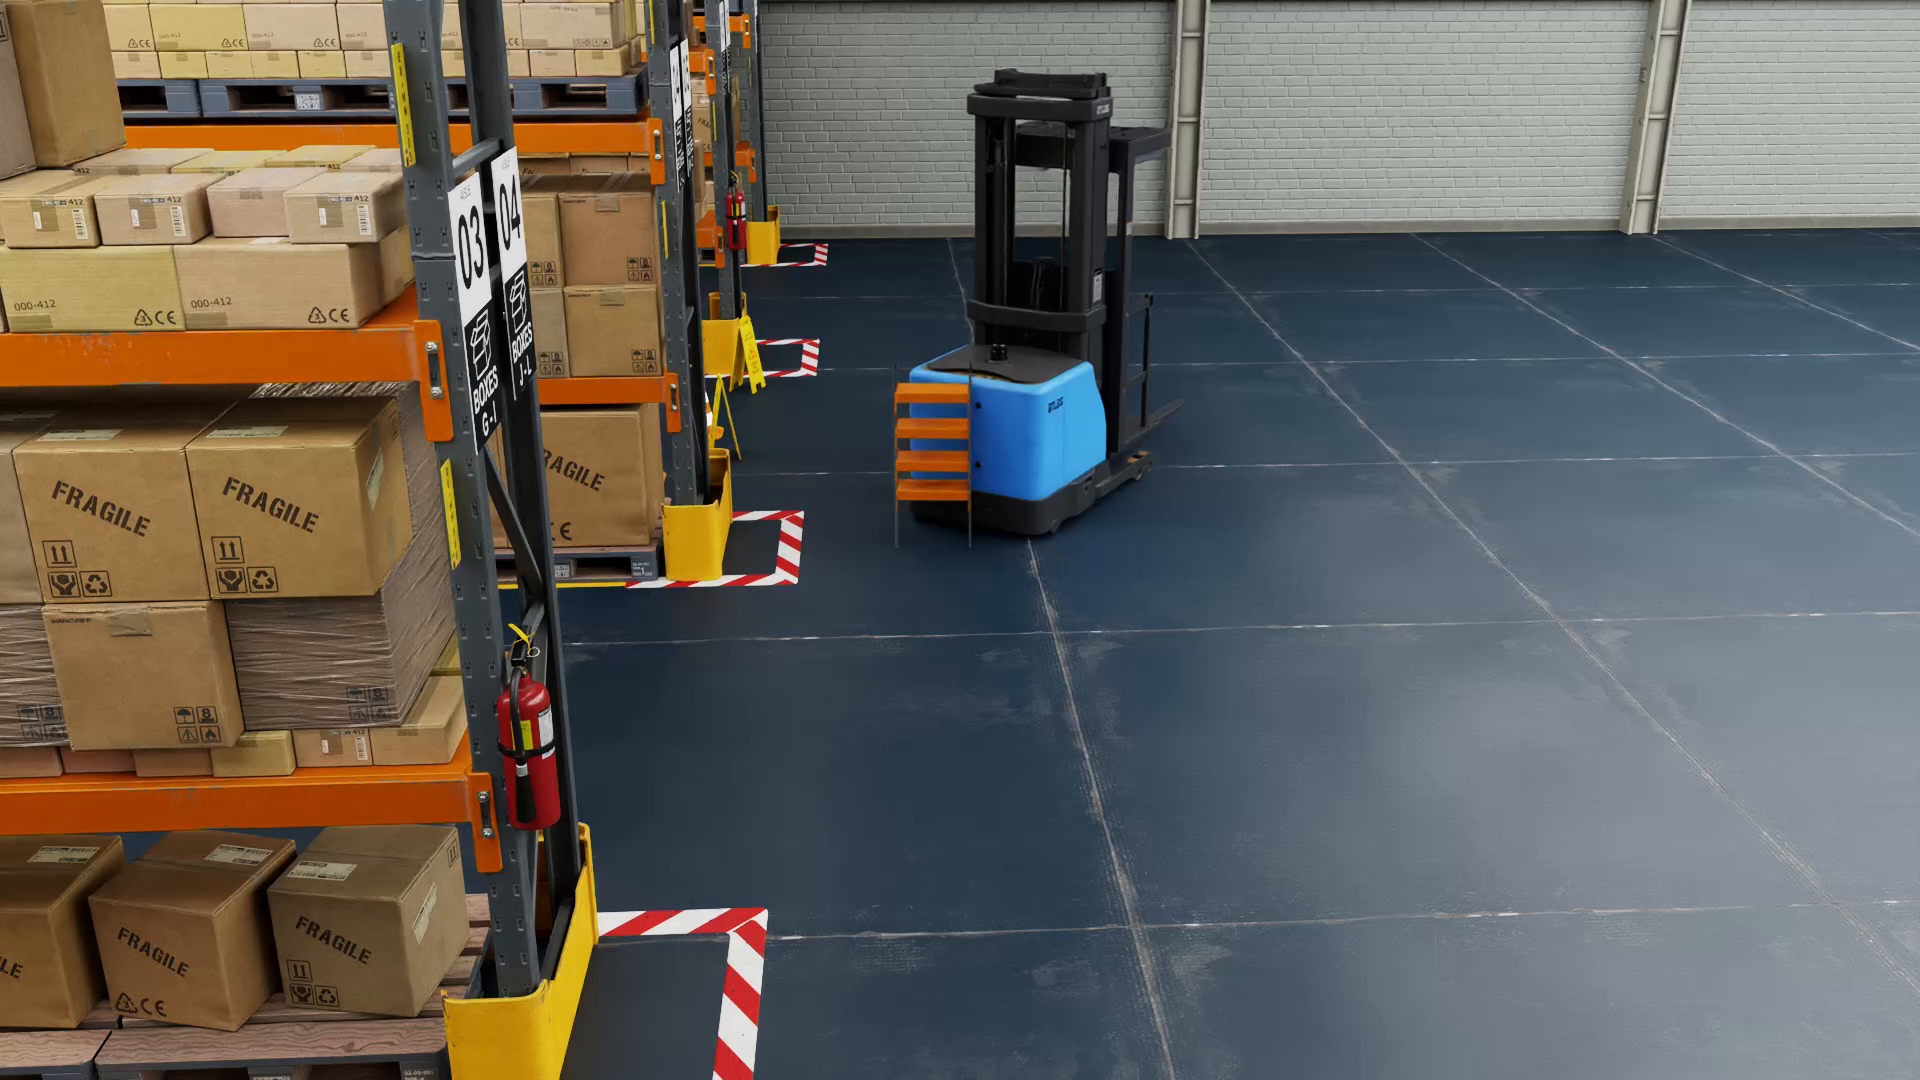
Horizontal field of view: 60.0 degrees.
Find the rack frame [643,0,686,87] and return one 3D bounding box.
[{"bbox_3d":[-1.735,-4.153,9.383,0.127,3.000,1.000,-1,21,-3],"label":"rack frame"}]

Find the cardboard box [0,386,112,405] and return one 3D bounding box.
[{"bbox_3d":[-3.116,-0.306,5.746,0.500,0.500,0.500,-1,21,-3],"label":"cardboard box"}]

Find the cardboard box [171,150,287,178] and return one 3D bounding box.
[{"bbox_3d":[-2.350,-1.161,5.388,0.250,0.149,0.380,-2,21,-4],"label":"cardboard box"}]

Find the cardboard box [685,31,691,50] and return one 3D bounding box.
[{"bbox_3d":[-2.459,-4.284,14.295,0.250,0.149,0.380,-1,21,-3],"label":"cardboard box"}]

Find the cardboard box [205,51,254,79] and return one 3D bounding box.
[{"bbox_3d":[-4.074,-2.709,9.428,0.250,0.149,0.380,-1,21,-3],"label":"cardboard box"}]

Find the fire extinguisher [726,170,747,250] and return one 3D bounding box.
[{"bbox_3d":[-1.978,-2.909,14.654,0.183,0.674,0.296,-1,21,-3],"label":"fire extinguisher"}]

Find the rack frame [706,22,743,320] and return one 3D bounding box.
[{"bbox_3d":[-2.119,-3.106,15.064,0.127,3.000,1.000,-1,21,-3],"label":"rack frame"}]

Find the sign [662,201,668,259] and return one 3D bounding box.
[{"bbox_3d":[-1.718,-1.809,9.695,0.005,0.325,0.100,-1,21,-3],"label":"sign"}]

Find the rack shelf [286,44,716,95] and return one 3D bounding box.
[{"bbox_3d":[-4.115,-4.131,14.551,4.000,0.370,1.077,-1,21,-3],"label":"rack shelf"}]

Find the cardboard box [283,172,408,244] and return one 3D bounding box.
[{"bbox_3d":[-1.812,-0.987,4.933,0.250,0.149,0.380,-1,21,-3],"label":"cardboard box"}]

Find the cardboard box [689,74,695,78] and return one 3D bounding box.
[{"bbox_3d":[-3.279,-5.424,19.680,0.250,0.149,0.380,-1,21,-2],"label":"cardboard box"}]

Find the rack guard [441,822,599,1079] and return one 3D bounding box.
[{"bbox_3d":[-1.629,1.584,6.258,0.348,0.500,1.175,-1,21,-3],"label":"rack guard"}]

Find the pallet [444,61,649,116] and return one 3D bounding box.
[{"bbox_3d":[-2.475,-2.691,9.883,1.213,0.211,1.003,-1,21,-3],"label":"pallet"}]

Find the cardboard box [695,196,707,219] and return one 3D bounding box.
[{"bbox_3d":[-2.469,-3.055,15.284,0.250,0.149,0.380,-1,21,-3],"label":"cardboard box"}]

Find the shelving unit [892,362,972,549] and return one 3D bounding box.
[{"bbox_3d":[-0.176,-0.549,10.877,0.503,1.200,0.258,0,21,1],"label":"shelving unit"}]

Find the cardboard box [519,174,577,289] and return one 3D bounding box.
[{"bbox_3d":[-2.652,-1.887,10.133,0.550,0.550,0.875,-1,21,-3],"label":"cardboard box"}]

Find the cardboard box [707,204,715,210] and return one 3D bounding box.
[{"bbox_3d":[-2.874,-3.893,19.703,0.500,0.250,0.500,-1,21,-4],"label":"cardboard box"}]

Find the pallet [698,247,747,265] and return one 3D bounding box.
[{"bbox_3d":[-3.167,-3.536,20.111,1.213,0.211,1.003,-1,21,-3],"label":"pallet"}]

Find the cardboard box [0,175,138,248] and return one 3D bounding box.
[{"bbox_3d":[-2.595,-0.966,4.877,0.250,0.149,0.380,-1,21,-3],"label":"cardboard box"}]

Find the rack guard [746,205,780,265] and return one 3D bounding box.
[{"bbox_3d":[-2.382,-3.702,20.141,0.348,0.500,1.175,-1,21,-3],"label":"rack guard"}]

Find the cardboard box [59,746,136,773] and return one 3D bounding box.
[{"bbox_3d":[-2.824,0.629,5.607,0.250,0.149,0.380,-1,21,-3],"label":"cardboard box"}]

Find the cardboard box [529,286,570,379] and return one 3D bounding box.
[{"bbox_3d":[-2.651,-1.377,10.312,0.550,0.550,0.875,-1,21,-3],"label":"cardboard box"}]

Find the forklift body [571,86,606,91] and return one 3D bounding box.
[{"bbox_3d":[-4.195,-3.786,18.043,1.214,2.155,2.313,-1,21,-3],"label":"forklift body"}]

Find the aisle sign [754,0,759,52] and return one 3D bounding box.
[{"bbox_3d":[-2.323,-5.981,18.962,0.004,0.787,0.394,-1,21,-3],"label":"aisle sign"}]

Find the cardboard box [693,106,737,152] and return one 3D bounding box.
[{"bbox_3d":[-2.882,-4.813,19.406,0.500,0.500,0.500,-2,21,-4],"label":"cardboard box"}]

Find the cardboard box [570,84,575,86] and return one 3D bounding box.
[{"bbox_3d":[-4.534,-5.244,19.208,0.250,0.149,0.380,-1,21,-3],"label":"cardboard box"}]

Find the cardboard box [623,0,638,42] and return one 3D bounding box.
[{"bbox_3d":[-2.232,-3.145,10.012,0.500,0.250,0.500,-1,21,-3],"label":"cardboard box"}]

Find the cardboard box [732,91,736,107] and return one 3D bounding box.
[{"bbox_3d":[-2.736,-5.113,19.282,0.250,0.149,0.380,-1,21,-2],"label":"cardboard box"}]

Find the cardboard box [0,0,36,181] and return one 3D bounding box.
[{"bbox_3d":[-3.086,-1.286,4.805,0.500,0.500,0.500,-1,21,-3],"label":"cardboard box"}]

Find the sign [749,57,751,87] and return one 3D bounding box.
[{"bbox_3d":[-2.389,-5.328,18.940,0.005,0.325,0.100,-1,21,-3],"label":"sign"}]

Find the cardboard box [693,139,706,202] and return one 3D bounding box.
[{"bbox_3d":[-2.607,-3.381,15.227,0.500,0.500,0.500,-1,21,-4],"label":"cardboard box"}]

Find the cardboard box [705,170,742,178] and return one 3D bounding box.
[{"bbox_3d":[-2.896,-4.305,20.082,0.500,0.250,0.500,-1,21,-4],"label":"cardboard box"}]

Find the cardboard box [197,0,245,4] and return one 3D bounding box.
[{"bbox_3d":[-4.075,-3.082,9.285,0.250,0.149,0.380,-1,21,-3],"label":"cardboard box"}]

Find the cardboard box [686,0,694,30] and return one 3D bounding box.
[{"bbox_3d":[-2.636,-4.661,14.726,0.500,0.250,0.500,-2,21,-4],"label":"cardboard box"}]

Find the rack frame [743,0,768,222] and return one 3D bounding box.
[{"bbox_3d":[-2.406,-4.869,19.695,0.127,3.000,1.000,-1,21,-3],"label":"rack frame"}]

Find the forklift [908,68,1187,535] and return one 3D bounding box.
[{"bbox_3d":[0.805,-1.881,11.942,1.130,2.935,3.031,11,24,27],"label":"forklift"}]

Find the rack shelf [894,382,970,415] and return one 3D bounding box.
[{"bbox_3d":[-0.176,-0.916,10.737,0.480,0.148,0.258,0,21,1],"label":"rack shelf"}]

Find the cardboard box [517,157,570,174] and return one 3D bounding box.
[{"bbox_3d":[-3.645,-3.166,14.661,0.500,0.500,0.500,-1,21,-3],"label":"cardboard box"}]

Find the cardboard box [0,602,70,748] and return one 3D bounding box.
[{"bbox_3d":[-3.097,0.277,5.618,0.500,0.500,0.875,-1,21,-3],"label":"cardboard box"}]

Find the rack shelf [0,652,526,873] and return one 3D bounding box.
[{"bbox_3d":[-3.550,0.791,5.839,4.000,0.370,1.077,-1,21,-3],"label":"rack shelf"}]

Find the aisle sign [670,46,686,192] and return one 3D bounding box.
[{"bbox_3d":[-1.647,-2.460,9.712,0.004,0.787,0.394,-1,21,-3],"label":"aisle sign"}]

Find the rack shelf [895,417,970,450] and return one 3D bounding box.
[{"bbox_3d":[-0.176,-0.695,10.821,0.480,0.148,0.258,0,21,1],"label":"rack shelf"}]

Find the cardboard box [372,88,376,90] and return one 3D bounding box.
[{"bbox_3d":[-7.033,-5.220,19.564,0.250,0.149,0.380,-2,21,-5],"label":"cardboard box"}]

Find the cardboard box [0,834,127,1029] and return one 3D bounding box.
[{"bbox_3d":[-3.398,1.423,6.090,0.500,0.500,0.500,1,21,2],"label":"cardboard box"}]

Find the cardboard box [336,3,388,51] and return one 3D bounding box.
[{"bbox_3d":[-3.208,-2.935,9.459,0.500,0.250,0.500,-1,21,-3],"label":"cardboard box"}]

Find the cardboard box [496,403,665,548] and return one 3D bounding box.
[{"bbox_3d":[-2.408,-0.516,10.656,0.875,0.875,0.875,-1,21,-3],"label":"cardboard box"}]

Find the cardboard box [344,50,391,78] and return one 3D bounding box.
[{"bbox_3d":[-3.316,-2.724,9.468,0.250,0.149,0.380,-1,21,-3],"label":"cardboard box"}]

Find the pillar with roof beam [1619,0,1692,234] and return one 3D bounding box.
[{"bbox_3d":[9.074,-6.694,16.055,0.400,9.000,9.100,-1,21,-3],"label":"pillar with roof beam"}]

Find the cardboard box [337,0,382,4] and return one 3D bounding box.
[{"bbox_3d":[-3.321,-3.097,9.325,0.250,0.149,0.380,-1,21,-4],"label":"cardboard box"}]

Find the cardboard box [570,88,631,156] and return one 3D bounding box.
[{"bbox_3d":[-3.122,-3.664,14.564,0.500,0.500,0.700,-1,21,-3],"label":"cardboard box"}]

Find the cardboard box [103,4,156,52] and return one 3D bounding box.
[{"bbox_3d":[-4.721,-2.904,9.378,0.500,0.250,0.500,-1,21,-3],"label":"cardboard box"}]

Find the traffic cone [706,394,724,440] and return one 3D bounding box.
[{"bbox_3d":[-2.071,-1.066,13.271,0.334,0.463,0.336,-1,21,-3],"label":"traffic cone"}]

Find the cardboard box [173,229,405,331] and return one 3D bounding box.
[{"bbox_3d":[-2.020,-0.818,5.048,0.500,0.250,0.500,-1,21,-2],"label":"cardboard box"}]

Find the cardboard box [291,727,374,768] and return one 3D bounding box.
[{"bbox_3d":[-2.075,0.616,5.642,0.250,0.149,0.380,-1,21,-3],"label":"cardboard box"}]

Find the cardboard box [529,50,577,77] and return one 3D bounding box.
[{"bbox_3d":[-2.299,-2.745,9.522,0.250,0.149,0.380,-1,21,-3],"label":"cardboard box"}]

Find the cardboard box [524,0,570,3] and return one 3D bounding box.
[{"bbox_3d":[-2.301,-3.118,9.381,0.250,0.149,0.380,-1,21,-3],"label":"cardboard box"}]

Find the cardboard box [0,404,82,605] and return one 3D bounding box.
[{"bbox_3d":[-3.086,-0.118,5.253,0.500,0.500,0.500,-1,21,-3],"label":"cardboard box"}]
